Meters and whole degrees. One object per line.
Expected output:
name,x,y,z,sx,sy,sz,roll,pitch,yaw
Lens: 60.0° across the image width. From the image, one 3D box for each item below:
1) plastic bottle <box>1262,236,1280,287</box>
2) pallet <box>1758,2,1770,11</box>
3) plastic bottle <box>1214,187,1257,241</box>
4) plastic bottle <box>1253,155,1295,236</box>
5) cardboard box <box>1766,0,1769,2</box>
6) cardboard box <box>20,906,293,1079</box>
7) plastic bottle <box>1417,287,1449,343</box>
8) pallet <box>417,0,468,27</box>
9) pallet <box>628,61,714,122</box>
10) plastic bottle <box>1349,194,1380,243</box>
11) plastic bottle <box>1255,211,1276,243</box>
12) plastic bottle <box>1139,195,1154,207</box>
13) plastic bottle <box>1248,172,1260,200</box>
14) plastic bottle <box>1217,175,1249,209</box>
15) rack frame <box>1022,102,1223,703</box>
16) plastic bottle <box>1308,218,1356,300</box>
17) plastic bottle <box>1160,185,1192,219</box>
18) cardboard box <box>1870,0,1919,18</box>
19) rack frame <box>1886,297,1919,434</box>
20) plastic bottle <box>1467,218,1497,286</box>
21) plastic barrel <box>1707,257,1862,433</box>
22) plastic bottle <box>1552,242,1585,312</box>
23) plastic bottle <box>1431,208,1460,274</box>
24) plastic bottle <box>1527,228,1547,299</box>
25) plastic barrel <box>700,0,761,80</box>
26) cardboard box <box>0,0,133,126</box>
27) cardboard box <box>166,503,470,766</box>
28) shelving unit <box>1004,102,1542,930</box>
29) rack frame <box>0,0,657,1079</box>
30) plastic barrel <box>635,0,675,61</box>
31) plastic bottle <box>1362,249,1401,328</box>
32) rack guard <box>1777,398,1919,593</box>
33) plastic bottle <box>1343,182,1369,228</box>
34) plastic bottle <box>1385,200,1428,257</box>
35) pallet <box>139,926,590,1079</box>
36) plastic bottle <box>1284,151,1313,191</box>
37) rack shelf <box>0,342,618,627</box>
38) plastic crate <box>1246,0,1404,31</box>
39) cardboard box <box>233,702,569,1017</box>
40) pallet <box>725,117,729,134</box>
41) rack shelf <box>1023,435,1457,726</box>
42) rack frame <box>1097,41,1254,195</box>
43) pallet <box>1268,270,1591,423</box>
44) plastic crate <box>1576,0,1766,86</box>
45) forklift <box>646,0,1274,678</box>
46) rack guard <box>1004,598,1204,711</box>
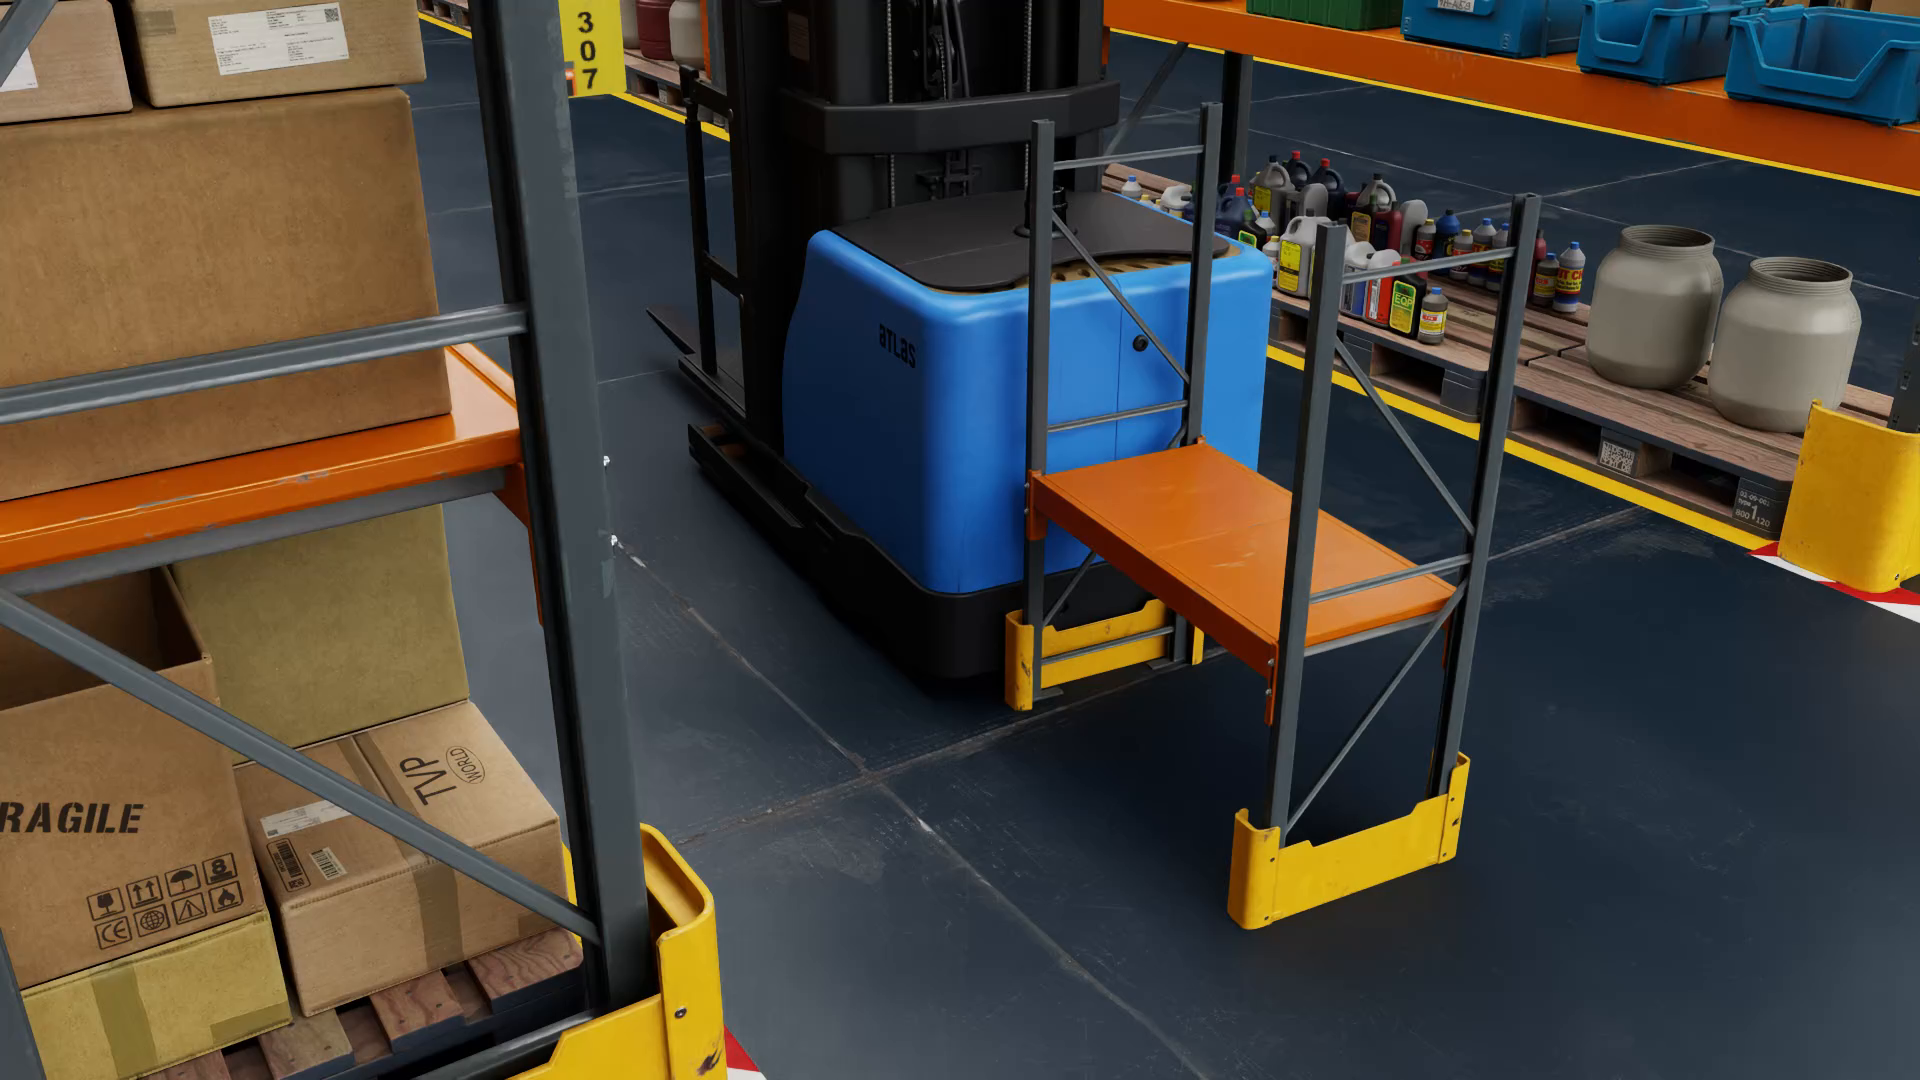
plastic bottle,1.316,-1.175,6.987,0.097,0.201,0.097,0,25,0
pallet,7.530,-4.945,15.478,1.003,0.211,1.213,-16,29,-30
plastic bottle,1.181,-1.349,7.181,0.144,0.351,0.185,-17,30,-32
plastic bottle,1.457,-1.605,7.724,0.144,0.351,0.185,-16,29,-30
cardboard box,7.419,-5.439,15.402,1.050,0.750,0.750,-16,30,-30
cardboard box,-1.524,0.714,2.954,0.500,0.250,0.500,-16,29,-30
plastic bottle,1.799,-0.858,6.317,0.097,0.201,0.097,0,25,0
pallet,-4.486,-5.092,15.789,1.003,0.211,1.213,-16,29,-30
pallet,-1.664,-3.243,11.872,1.003,0.211,1.213,-16,29,-30
plastic bottle,1.787,-1.391,7.349,0.061,0.283,0.133,-16,29,-30
plastic bottle,1.293,-1.269,7.105,0.097,0.271,0.097,0,25,0
plastic bottle,0.847,-1.482,7.638,0.097,0.201,0.097,0,25,0
plastic bottle,1.444,-1.677,8.052,0.097,0.201,0.097,0,25,0
plastic bottle,1.199,-1.450,7.395,0.144,0.351,0.185,-16,29,-30
rack frame,0.389,-0.304,4.138,0.500,1.500,0.032,-12,28,-24
plastic bottle,1.515,-1.130,6.718,0.144,0.351,0.185,-14,29,-27
plastic bottle,0.991,-1.443,7.467,0.152,0.276,0.135,-14,29,-28
cardboard box,8.408,-4.794,14.035,1.050,0.750,0.750,-16,29,-30
rack frame,3.169,-1.370,4.638,1.000,3.000,0.127,-16,29,-30
plastic bottle,2.198,-1.215,6.990,0.097,0.271,0.097,0,25,0
plastic barrel,2.746,-0.653,5.541,0.421,0.512,0.421,0,25,0
plastic bottle,2.440,-1.056,6.655,0.097,0.271,0.097,0,25,0
plastic bottle,2.088,-1.287,7.144,0.097,0.271,0.097,0,25,0
plastic bottle,2.332,-1.147,6.833,0.061,0.283,0.133,-15,29,-29
plastic barrel,-1.480,-3.611,11.436,0.600,0.830,0.708,-16,29,-30
cardboard box,-1.352,-0.648,2.232,0.380,0.149,0.250,-16,30,-30
cardboard box,-1.364,0.075,3.427,0.500,0.500,0.500,-16,29,-30
shelving unit,0.617,-0.115,3.736,0.587,1.500,1.083,-12,28,-24
rack frame,-0.983,-0.217,2.196,1.000,3.000,0.127,-16,29,-30
plastic barrel,-2.096,-3.906,12.343,0.600,0.588,0.708,-16,29,-30
plastic bottle,1.684,-0.989,6.506,0.152,0.276,0.135,-15,29,-29
rack guard,3.088,-0.256,5.206,1.175,0.500,0.348,-16,29,-30
plastic bottle,1.807,-1.491,7.561,0.061,0.283,0.133,-13,28,-26
plastic bottle,1.945,-1.362,7.296,0.152,0.276,0.135,-15,29,-29
pallet,-1.436,0.780,3.350,1.003,0.211,1.213,-16,29,-30
plastic bottle,1.578,-1.639,7.795,0.144,0.351,0.185,-16,30,-31
rack shelf,-2.075,-0.607,3.865,1.077,0.370,4.000,-16,29,-30
plastic crate,1.490,-2.154,6.547,0.450,0.188,0.662,-16,29,-30
cardboard box,-1.090,0.593,3.210,0.500,0.250,0.500,-16,29,-30
pallet,-0.808,-2.684,10.689,1.003,0.211,1.213,-16,29,-30
rack shelf,0.621,0.051,3.806,0.538,0.185,1.000,-12,28,-24
rack frame,0.985,-2.801,7.669,1.000,3.000,0.127,-16,29,-30
pallet,1.987,-0.853,6.810,1.003,0.211,1.213,-16,29,-30
plastic crate,2.295,-1.646,5.397,0.499,0.251,0.408,-16,29,-30
forklift,-0.283,-1.562,5.126,1.130,2.935,3.031,-12,28,-24
rack guard,0.390,0.261,4.404,0.587,0.250,0.087,-12,28,-24
